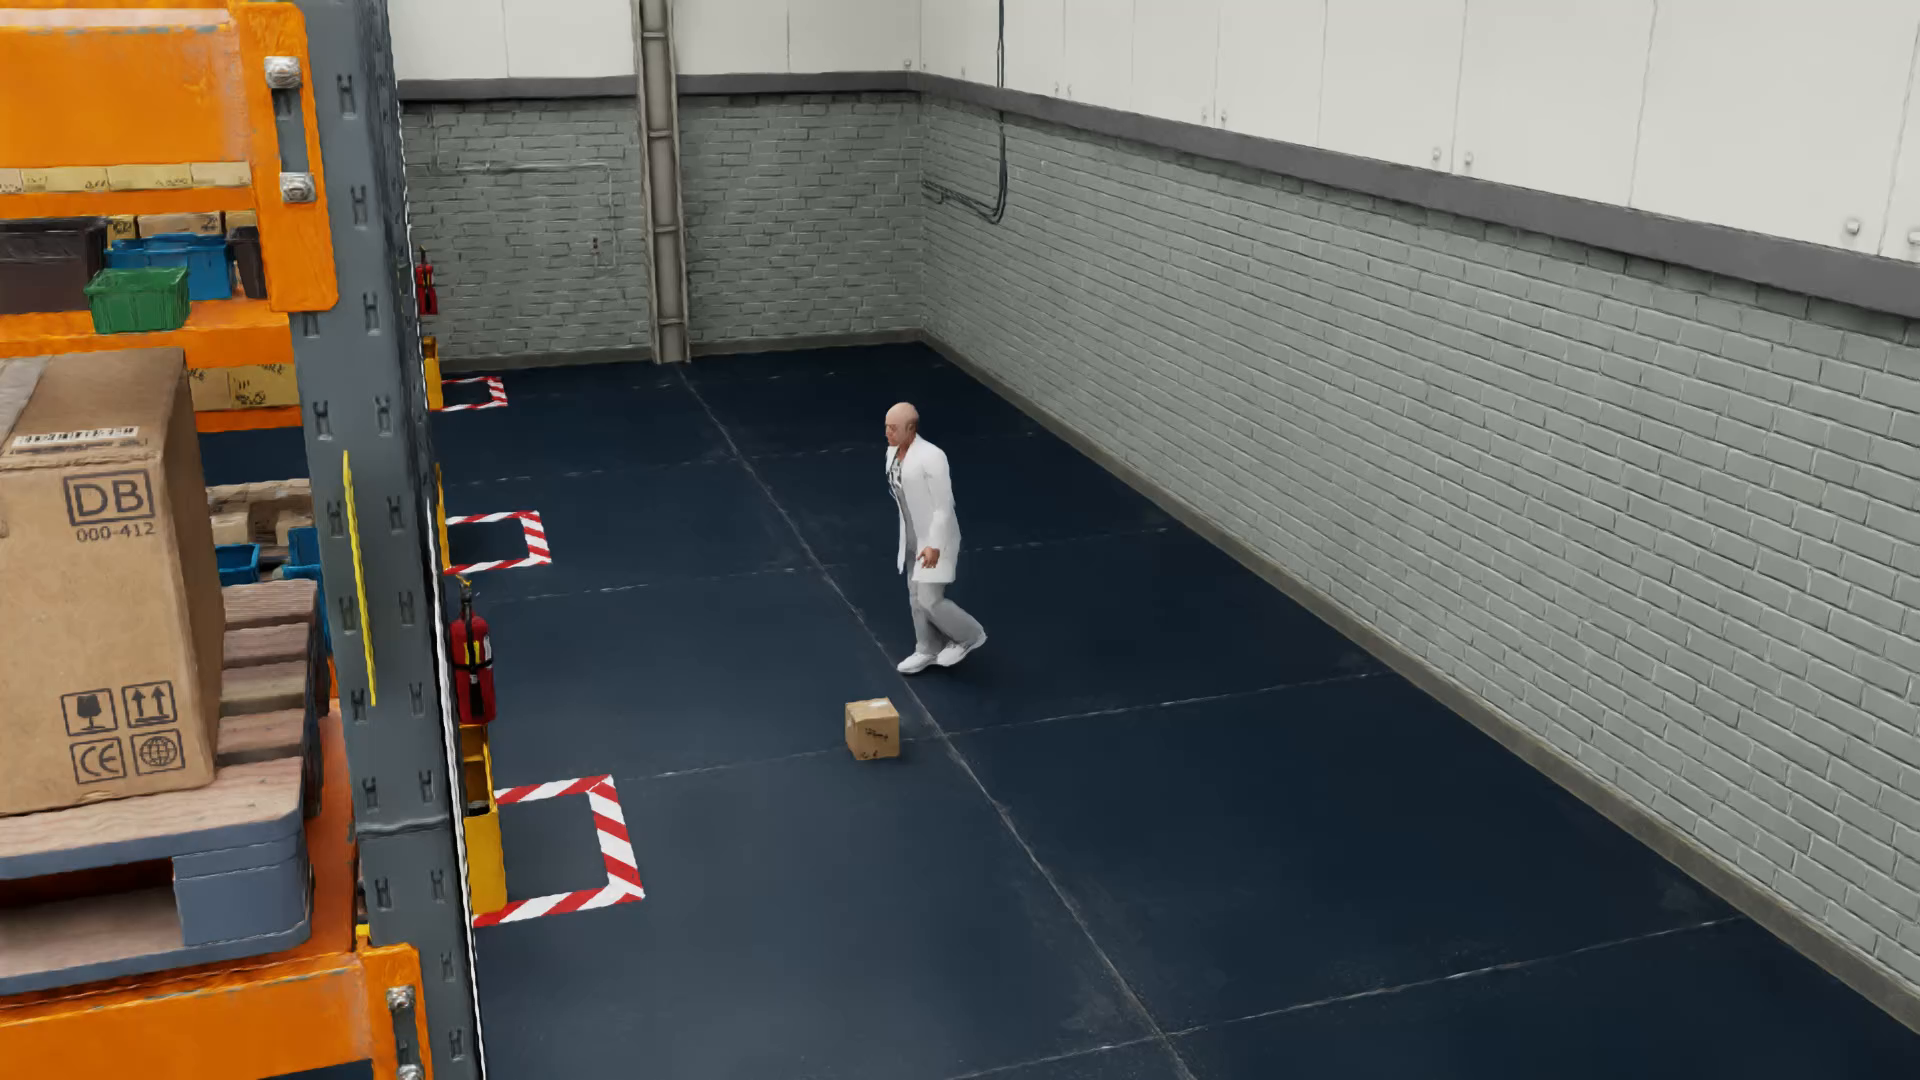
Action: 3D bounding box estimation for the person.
[{"bbox_3d":[-0.168,-0.011,10.129,0.661,1.757,0.583,-14,23,-35],"label":"person"}]
